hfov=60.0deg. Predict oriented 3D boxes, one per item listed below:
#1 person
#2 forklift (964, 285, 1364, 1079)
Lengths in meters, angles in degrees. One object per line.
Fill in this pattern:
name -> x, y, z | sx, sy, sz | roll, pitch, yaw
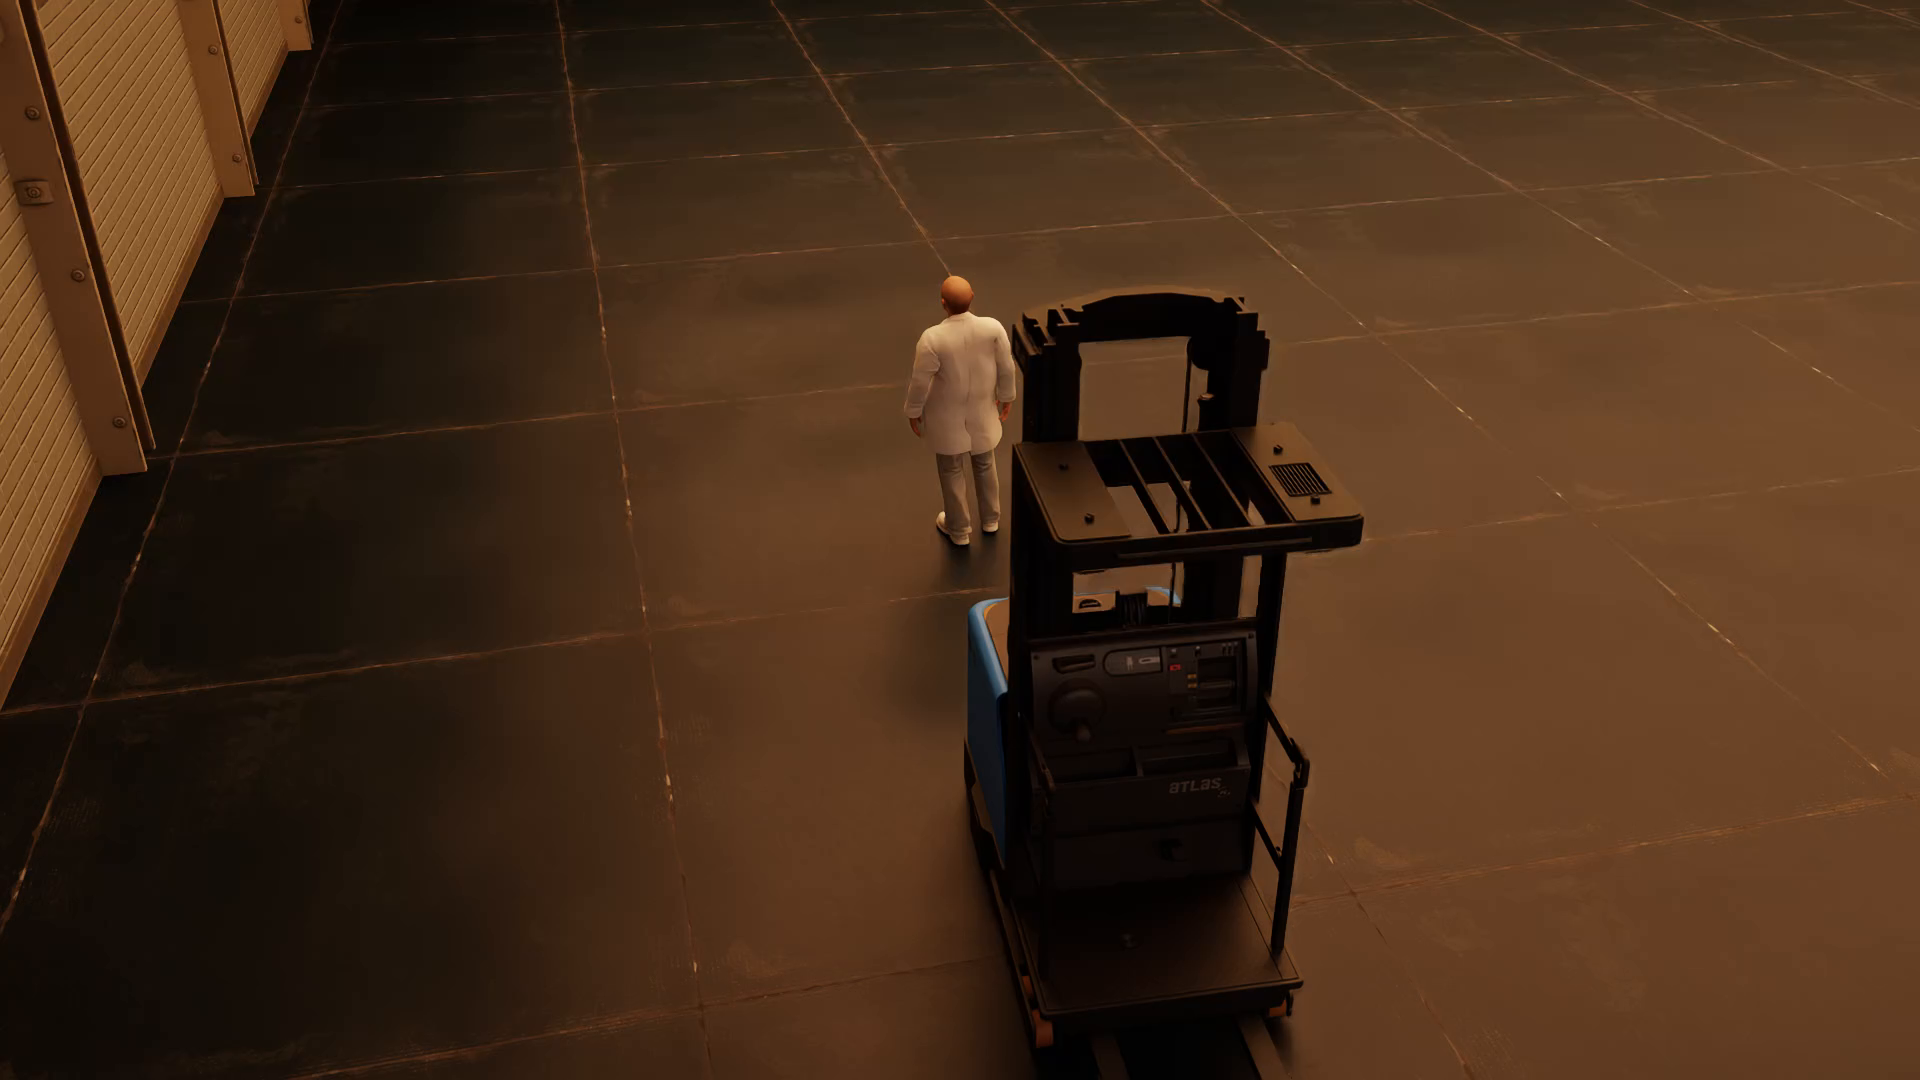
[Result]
person -> -0.017, -0.820, 10.128 | 0.696, 1.776, 0.581 | -7, 31, -12
forklift -> 0.778, 0.633, 6.481 | 1.130, 2.935, 3.031 | -5, 30, -8
